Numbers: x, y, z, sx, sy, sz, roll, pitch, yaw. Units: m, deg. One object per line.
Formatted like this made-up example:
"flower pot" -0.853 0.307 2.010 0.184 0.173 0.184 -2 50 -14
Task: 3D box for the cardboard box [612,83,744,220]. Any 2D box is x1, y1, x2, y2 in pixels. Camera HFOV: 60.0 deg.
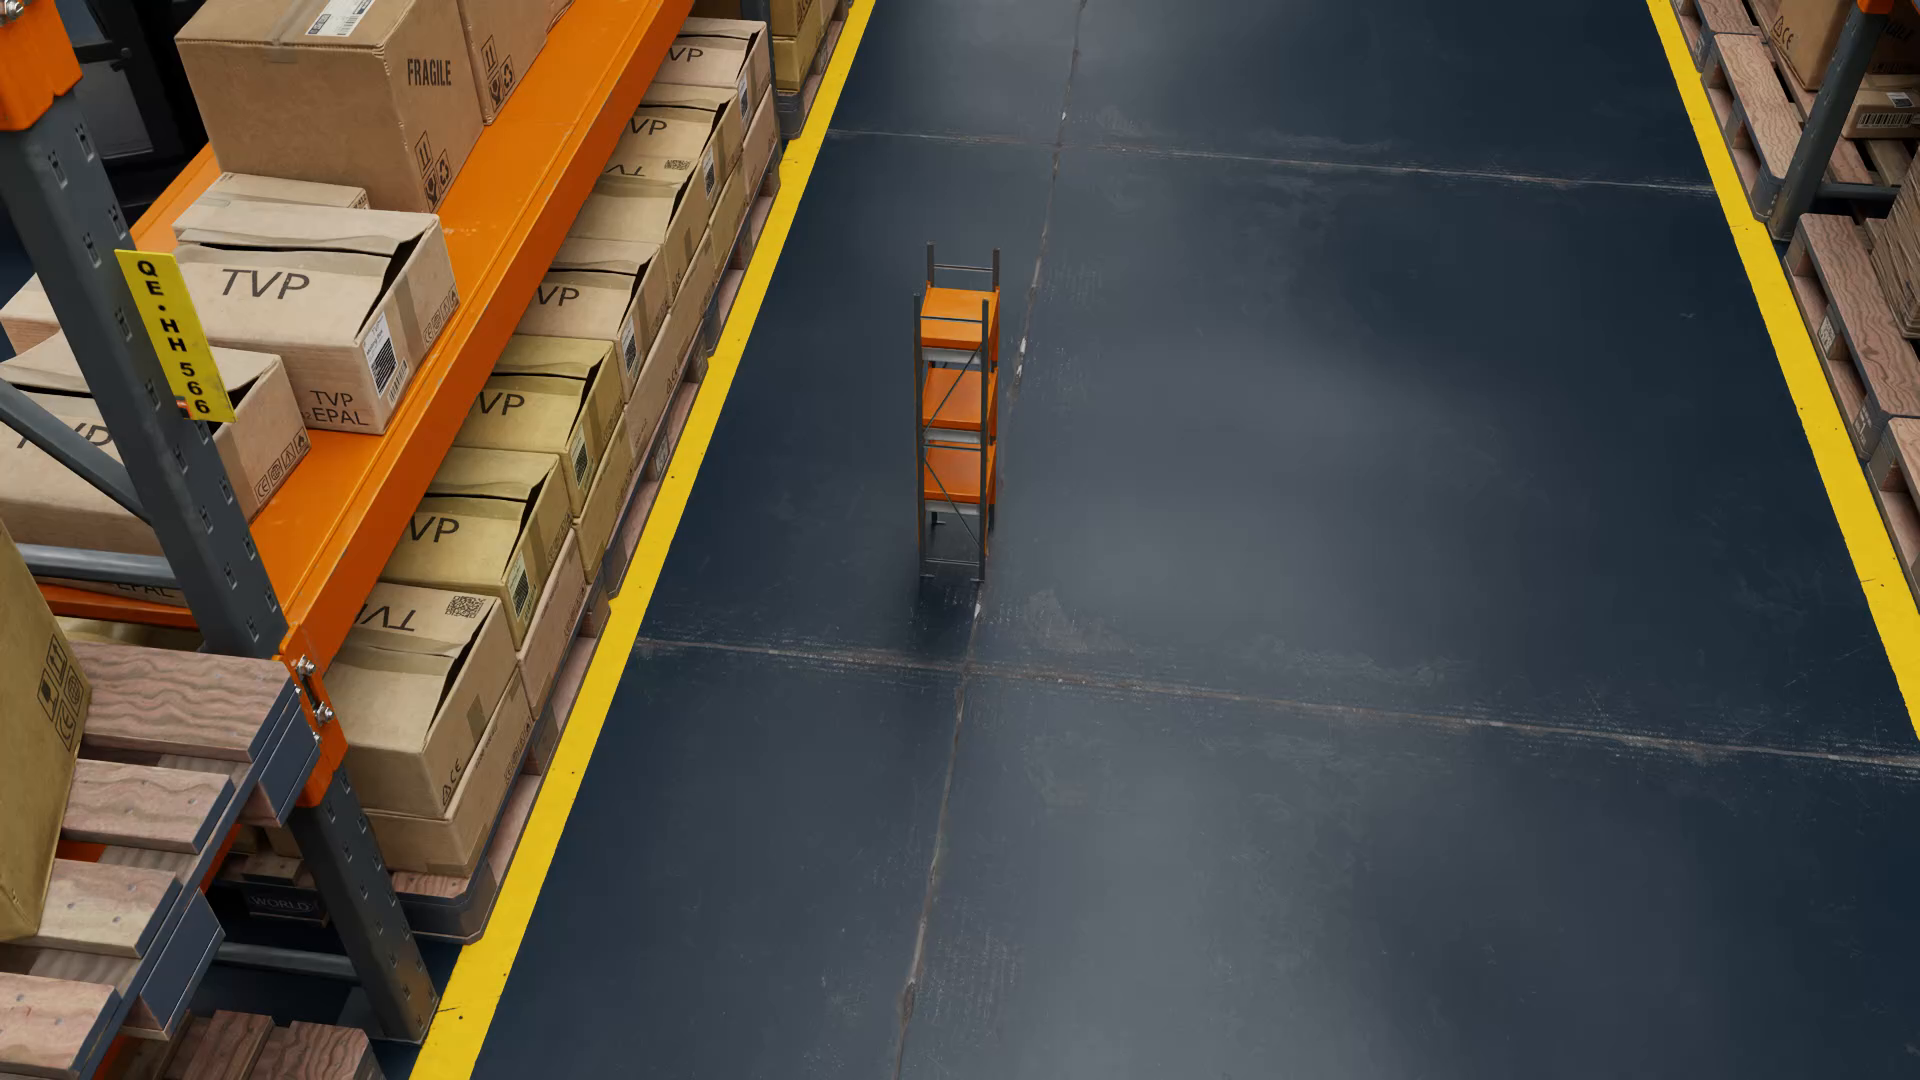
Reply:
"cardboard box" -1.075 -1.393 5.826 0.500 0.311 0.500 6 44 7

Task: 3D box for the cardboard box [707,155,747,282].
"cardboard box" -1.079 -1.193 6.023 0.500 0.250 0.500 5 44 5

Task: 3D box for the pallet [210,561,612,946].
"pallet" -1.624 0.489 4.580 1.003 0.211 1.213 5 44 6

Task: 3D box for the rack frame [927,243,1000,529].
"rack frame" 0.009 -0.428 4.938 0.200 1.050 0.008 5 44 6

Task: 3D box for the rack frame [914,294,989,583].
"rack frame" -0.023 -0.262 4.763 0.200 1.050 0.008 5 44 6

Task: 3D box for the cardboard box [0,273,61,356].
"cardboard box" -1.927 -0.513 3.793 0.380 0.149 0.250 5 44 6

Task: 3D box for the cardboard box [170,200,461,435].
"cardboard box" -1.462 -0.526 3.689 0.500 0.311 0.500 5 44 5

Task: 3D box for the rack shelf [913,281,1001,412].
"rack shelf" -0.007 -0.543 4.663 0.215 0.259 0.240 5 44 6

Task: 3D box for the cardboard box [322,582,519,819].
"cardboard box" -1.412 0.346 3.990 0.500 0.311 0.500 7 44 7

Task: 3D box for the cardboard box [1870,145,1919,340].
"cardboard box" 3.587 -0.994 5.616 0.700 0.500 0.500 7 44 7

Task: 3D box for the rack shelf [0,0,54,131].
"rack shelf" -2.036 0.569 0.809 1.077 0.370 4.000 5 44 6

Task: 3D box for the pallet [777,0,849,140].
"pallet" -1.096 -2.218 7.439 1.003 0.211 1.213 5 44 6

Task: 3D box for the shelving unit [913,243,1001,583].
"shelving unit" -0.007 -0.345 4.851 0.215 1.050 0.252 5 44 6

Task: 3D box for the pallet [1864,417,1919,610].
"pallet" 3.407 0.132 4.957 1.003 0.211 1.213 5 44 6

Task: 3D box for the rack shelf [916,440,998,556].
"rack shelf" -0.007 -0.135 5.049 0.215 0.259 0.240 5 44 6

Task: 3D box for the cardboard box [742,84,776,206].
"cardboard box" -1.011 -1.538 6.387 0.500 0.250 0.500 5 44 5

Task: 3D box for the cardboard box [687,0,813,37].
"cardboard box" -0.871 -2.406 6.759 0.500 0.500 0.500 5 44 6

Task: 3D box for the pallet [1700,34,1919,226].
"pallet" 3.721 -1.693 6.885 1.003 0.211 1.213 5 44 6

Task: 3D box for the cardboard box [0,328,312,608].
"cardboard box" -1.681 -0.178 3.321 0.500 0.311 0.500 8 44 8

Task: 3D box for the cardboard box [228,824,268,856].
"cardboard box" -1.944 0.499 4.236 0.500 0.250 0.500 6 44 7

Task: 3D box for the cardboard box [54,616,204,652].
"cardboard box" -1.947 0.297 4.042 0.500 0.311 0.500 6 44 7

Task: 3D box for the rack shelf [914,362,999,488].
"rack shelf" -0.007 -0.337 4.858 0.215 0.259 0.240 5 44 6

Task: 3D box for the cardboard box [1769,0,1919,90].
"cardboard box" 3.765 -2.208 6.898 0.500 0.500 0.500 2 43 2

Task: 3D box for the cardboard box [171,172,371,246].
"cardboard box" -1.659 -0.749 4.042 0.380 0.149 0.250 8 44 9

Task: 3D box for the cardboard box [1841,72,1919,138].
"cardboard box" 3.709 -1.743 6.650 0.380 0.166 0.250 0 43 0

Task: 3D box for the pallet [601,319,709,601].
"pallet" -1.461 -0.340 5.456 1.003 0.211 1.213 5 44 6

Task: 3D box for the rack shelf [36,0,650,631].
"rack shelf" -1.508 -1.139 4.652 0.919 0.124 3.809 5 44 6

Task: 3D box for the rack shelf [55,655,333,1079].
"rack shelf" -2.036 1.658 1.841 1.077 0.370 4.000 5 44 6

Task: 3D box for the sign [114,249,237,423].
"sign" -1.233 -0.315 2.617 0.100 0.325 0.005 5 44 6

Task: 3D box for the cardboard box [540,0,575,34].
"cardboard box" -1.430 -1.848 4.947 0.500 0.500 0.500 8 44 9

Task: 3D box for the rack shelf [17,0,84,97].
"rack shelf" -1.508 -2.157 3.688 1.077 0.370 4.000 5 44 6

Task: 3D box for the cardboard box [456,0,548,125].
"cardboard box" -1.497 -1.506 4.587 0.500 0.500 0.500 5 44 6

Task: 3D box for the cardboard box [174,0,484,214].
"cardboard box" -1.566 -1.148 4.208 0.500 0.500 0.500 3 44 3

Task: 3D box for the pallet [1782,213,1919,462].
"pallet" 3.566 -0.701 5.837 1.003 0.211 1.213 5 44 6

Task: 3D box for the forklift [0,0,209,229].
"forklift" -3.410 -2.581 5.844 3.031 2.935 1.130 -13 45 -14

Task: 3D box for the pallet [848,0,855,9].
"pallet" -0.938 -3.052 8.320 1.003 0.211 1.213 5 44 6

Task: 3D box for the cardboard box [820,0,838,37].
"cardboard box" -0.810 -2.475 7.377 0.500 0.250 0.500 5 44 6

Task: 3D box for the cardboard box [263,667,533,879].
"cardboard box" -1.412 0.549 4.183 0.500 0.250 0.500 5 44 5

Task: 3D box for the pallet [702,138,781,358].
"pallet" -1.302 -1.174 6.337 1.003 0.211 1.213 5 44 6

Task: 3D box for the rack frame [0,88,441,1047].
"rack frame" -1.772 0.034 3.033 1.000 3.000 0.127 5 44 6

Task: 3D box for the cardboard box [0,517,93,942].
"cardboard box" -1.743 0.284 2.390 0.700 0.500 0.500 -8 44 -9

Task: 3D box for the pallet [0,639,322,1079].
"pallet" -1.792 0.572 2.604 1.213 0.211 1.003 5 44 6

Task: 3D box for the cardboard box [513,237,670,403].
"cardboard box" -1.213 -0.711 5.106 0.500 0.311 0.500 5 44 5

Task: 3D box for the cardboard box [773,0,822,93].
"cardboard box" -0.881 -2.135 7.018 0.500 0.250 0.500 5 44 6

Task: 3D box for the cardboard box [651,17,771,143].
"cardboard box" -1.012 -1.748 6.201 0.500 0.311 0.500 5 44 6

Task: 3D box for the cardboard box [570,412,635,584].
"cardboard box" -1.283 -0.148 4.919 0.500 0.250 0.500 4 44 4

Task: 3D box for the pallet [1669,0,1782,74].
"pallet" 3.880 -2.527 7.765 1.003 0.211 1.213 5 44 6
